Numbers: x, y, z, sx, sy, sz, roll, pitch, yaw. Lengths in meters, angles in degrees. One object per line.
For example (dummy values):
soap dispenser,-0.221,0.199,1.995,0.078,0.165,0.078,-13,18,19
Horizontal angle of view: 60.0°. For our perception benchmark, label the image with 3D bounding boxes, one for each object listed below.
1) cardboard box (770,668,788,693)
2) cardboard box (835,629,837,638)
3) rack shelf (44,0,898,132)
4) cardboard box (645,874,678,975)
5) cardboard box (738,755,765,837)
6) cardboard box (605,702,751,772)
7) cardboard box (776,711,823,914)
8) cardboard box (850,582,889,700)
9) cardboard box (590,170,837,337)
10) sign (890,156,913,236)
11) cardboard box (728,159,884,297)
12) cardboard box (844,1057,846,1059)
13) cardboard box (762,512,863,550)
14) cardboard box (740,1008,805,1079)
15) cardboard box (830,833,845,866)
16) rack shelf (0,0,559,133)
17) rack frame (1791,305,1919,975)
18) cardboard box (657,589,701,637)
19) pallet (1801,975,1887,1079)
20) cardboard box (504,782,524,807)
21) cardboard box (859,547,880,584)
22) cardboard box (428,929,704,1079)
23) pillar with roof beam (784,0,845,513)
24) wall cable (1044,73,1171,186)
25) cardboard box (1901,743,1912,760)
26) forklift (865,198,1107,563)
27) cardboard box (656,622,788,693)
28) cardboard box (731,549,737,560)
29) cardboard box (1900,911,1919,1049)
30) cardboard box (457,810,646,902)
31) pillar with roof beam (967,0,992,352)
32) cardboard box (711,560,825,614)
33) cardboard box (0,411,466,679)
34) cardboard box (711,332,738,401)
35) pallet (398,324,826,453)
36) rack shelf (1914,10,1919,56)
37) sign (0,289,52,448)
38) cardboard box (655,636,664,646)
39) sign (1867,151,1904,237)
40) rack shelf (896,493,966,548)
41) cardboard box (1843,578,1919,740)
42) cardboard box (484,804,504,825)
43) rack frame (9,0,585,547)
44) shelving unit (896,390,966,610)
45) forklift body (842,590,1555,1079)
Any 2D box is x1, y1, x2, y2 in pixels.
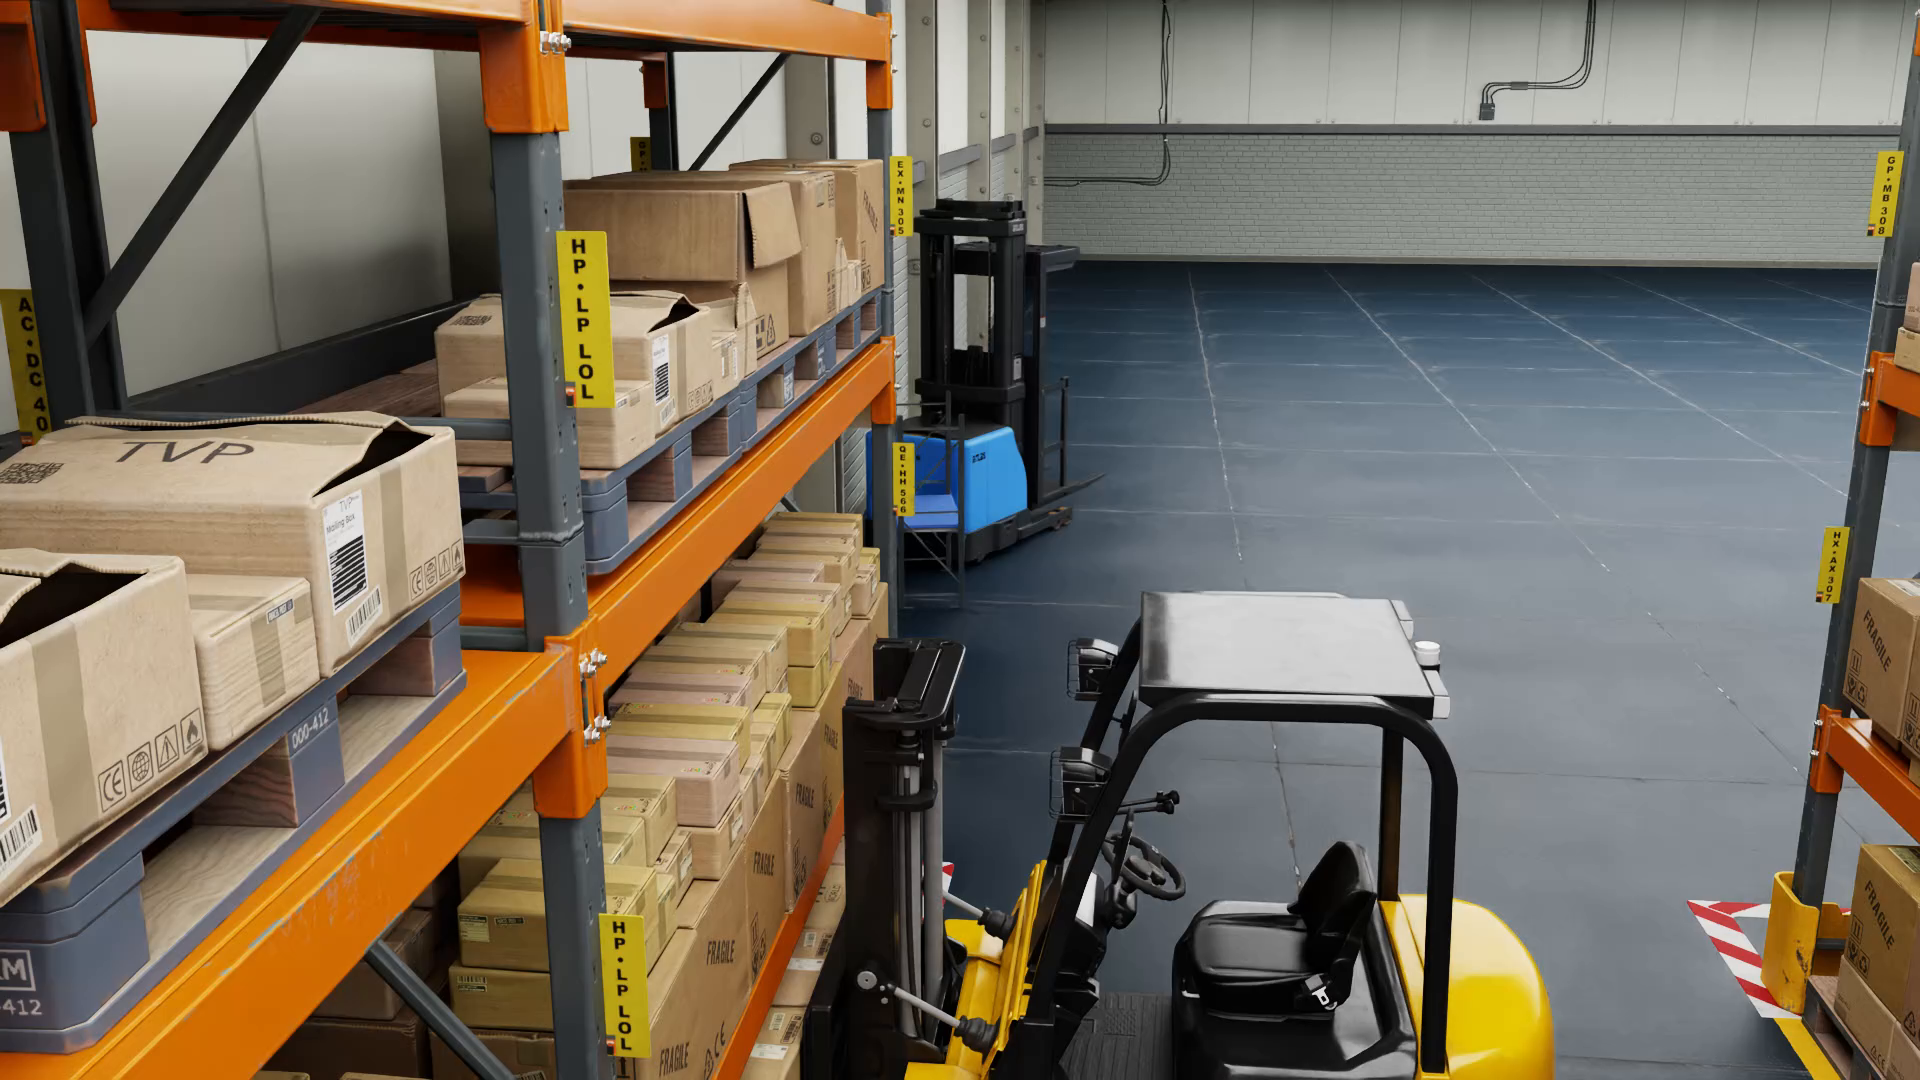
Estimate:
cardboard box,-0.783,0.525,5.540,0.380,0.149,0.250,2,15,6
cardboard box,-0.674,0.326,6.276,0.380,0.149,0.250,2,15,6
rack shelf,-1.010,-1.444,4.908,1.077,0.370,4.000,2,15,6
cardboard box,-0.910,0.927,4.055,0.380,0.149,0.250,2,15,8
cardboard box,-0.776,0.728,4.788,0.380,0.149,0.250,2,15,6
cardboard box,-0.812,0.582,4.758,0.380,0.149,0.250,1,15,5
cardboard box,-0.750,0.878,5.478,0.500,0.500,0.500,2,15,7
cardboard box,-0.579,0.480,6.950,0.500,0.500,0.500,1,15,5
cardboard box,-0.807,-0.970,5.568,0.700,0.500,0.500,2,15,7
sign,-0.247,-1.425,6.894,0.100,0.325,0.005,2,15,6
cardboard box,-0.592,-1.233,6.540,0.500,0.500,0.500,2,15,8
cardboard box,-0.654,1.907,6.328,0.500,0.250,0.500,2,15,7
cardboard box,-0.615,-0.013,6.960,0.380,0.149,0.250,2,15,6
cardboard box,-0.757,1.694,5.198,0.500,0.250,0.500,2,15,8
cardboard box,-0.578,1.296,6.671,0.500,0.250,0.500,2,15,7
rack shelf,-1.461,-0.407,1.072,1.077,0.370,4.000,2,15,6
rack frame,4.148,0.538,6.926,1.000,3.000,0.127,2,15,6
cardboard box,-1.161,0.237,6.035,0.380,0.149,0.250,2,15,8
pallet,4.013,2.113,6.442,1.003,0.211,1.213,2,15,6
cardboard box,-1.432,0.775,4.615,0.380,0.149,0.250,2,15,7
cardboard box,-0.545,0.129,7.003,0.380,0.149,0.250,2,15,7
cardboard box,-0.926,1.274,4.011,0.500,0.500,0.500,1,15,5
pillar with roof beam,3.196,-3.779,11.397,9.100,9.000,0.400,2,15,6
wall cable,3.273,-9.356,37.973,3.097,2.526,0.112,2,15,6
cardboard box,3.890,0.807,6.412,0.380,0.149,0.250,2,15,7
forklift,0.375,-1.562,14.825,1.130,2.935,3.031,9,17,30
cardboard box,-0.782,0.385,5.489,0.380,0.149,0.250,2,15,7
cardboard box,-1.126,0.036,6.780,0.380,0.149,0.250,2,15,8
cardboard box,3.726,1.643,5.864,0.500,0.500,0.500,1,15,4
cardboard box,-0.983,0.780,4.026,0.380,0.149,0.250,2,15,7
pillar with roof beam,4.550,-6.891,22.907,9.100,9.000,0.400,2,15,6
cardboard box,-0.717,0.183,6.236,0.380,0.149,0.250,2,15,7
cardboard box,-1.075,-0.031,2.458,0.500,0.311,0.500,1,15,4
cardboard box,-0.796,-0.454,4.335,0.380,0.149,0.250,2,15,8
pallet,-1.025,-0.513,5.235,1.003,0.211,1.213,2,15,6
rack shelf,3.923,-1.491,4.319,1.077,0.370,4.000,2,15,6
sign,-1.787,-0.322,3.216,0.100,0.325,0.005,2,15,6
cardboard box,-1.269,0.373,6.101,0.380,0.149,0.250,2,15,7
sign,3.609,-1.348,6.480,0.100,0.325,0.005,2,15,6
rack shelf,-0.271,-0.161,13.075,0.538,0.185,1.000,-2,15,-6
cardboard box,3.819,0.461,6.450,0.500,0.500,0.500,1,15,5
cardboard box,-1.414,0.700,4.321,0.380,0.149,0.250,2,15,6
rack frame,-1.236,-1.466,2.844,1.000,3.000,0.127,2,15,6
shelving unit,-0.271,-0.335,13.028,0.538,1.500,1.048,-2,15,-6
forklift body,0.815,1.348,5.557,2.313,2.155,1.214,2,15,6
